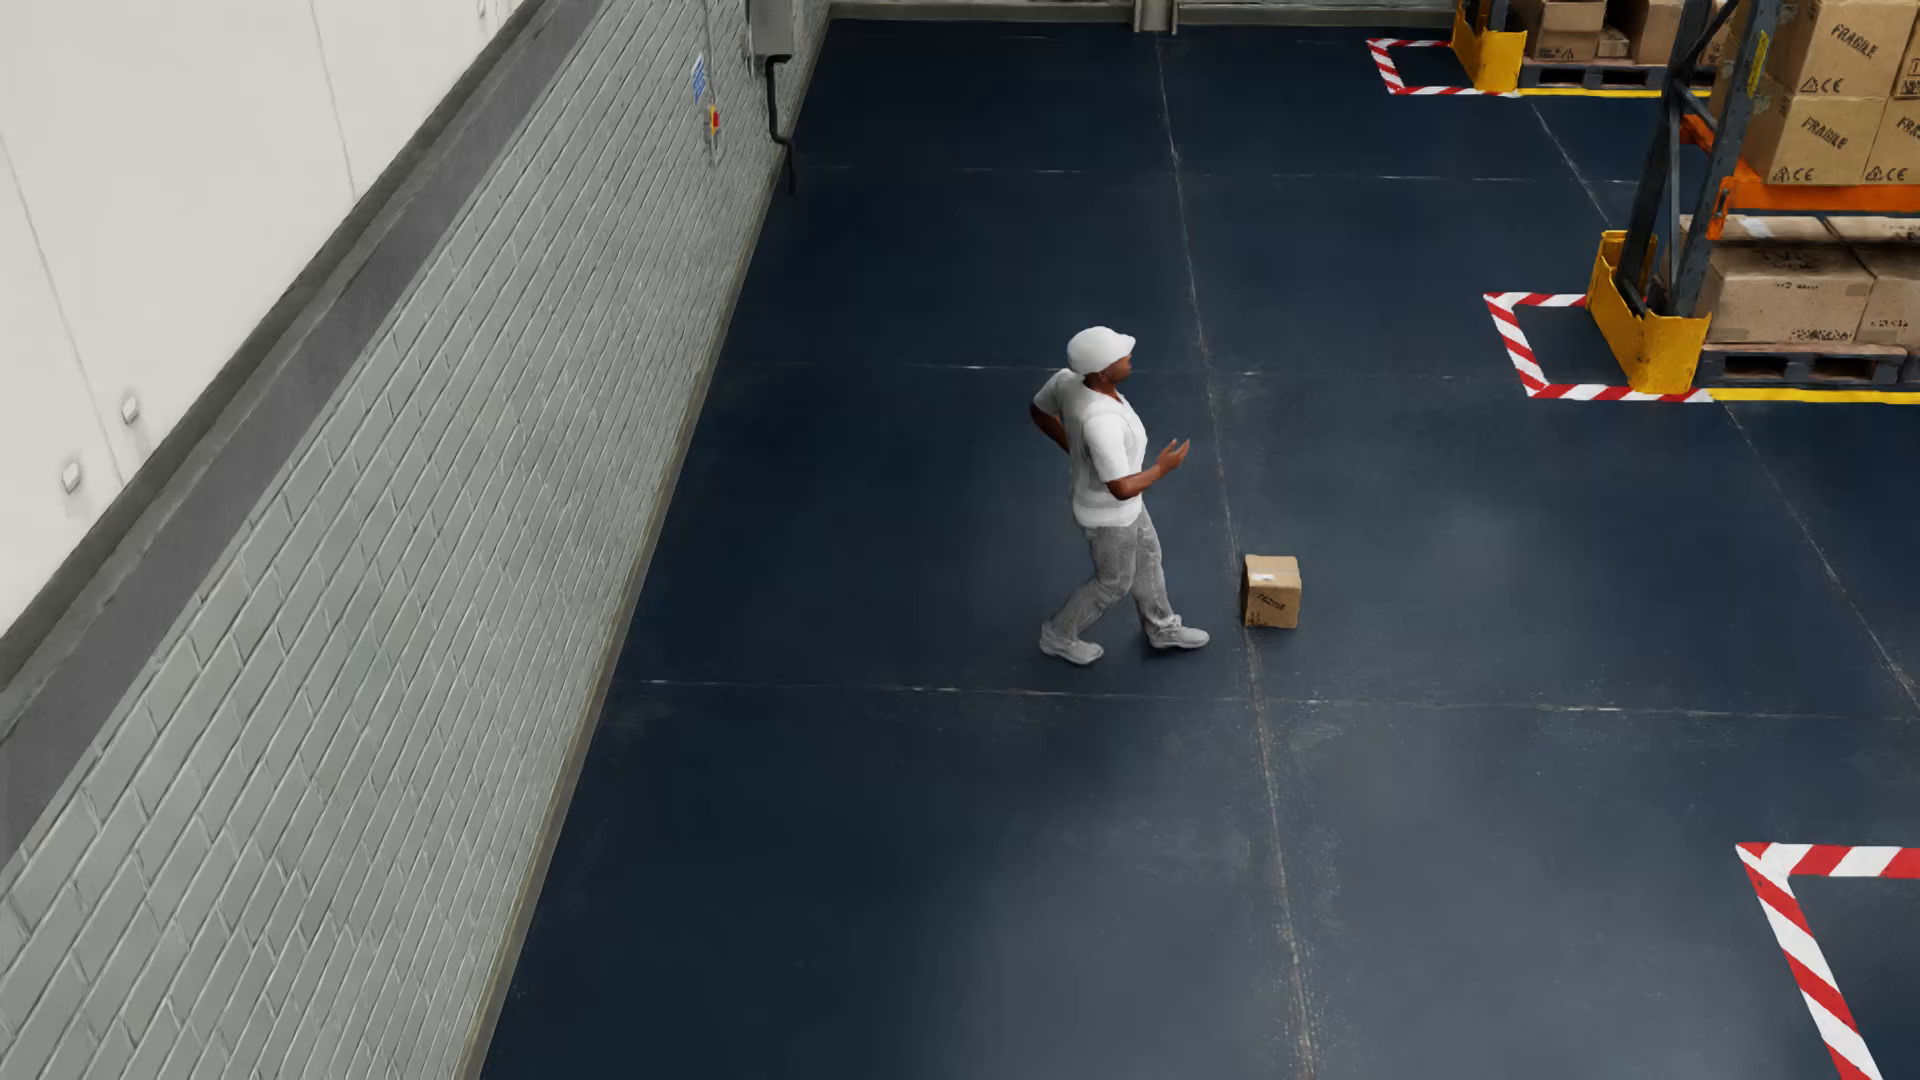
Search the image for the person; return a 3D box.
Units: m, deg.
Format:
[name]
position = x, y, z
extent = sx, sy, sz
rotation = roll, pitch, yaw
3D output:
[person]
position = 0.747, -0.165, 7.332
extent = 0.879, 1.738, 0.651
rotation = 0, 35, 0
